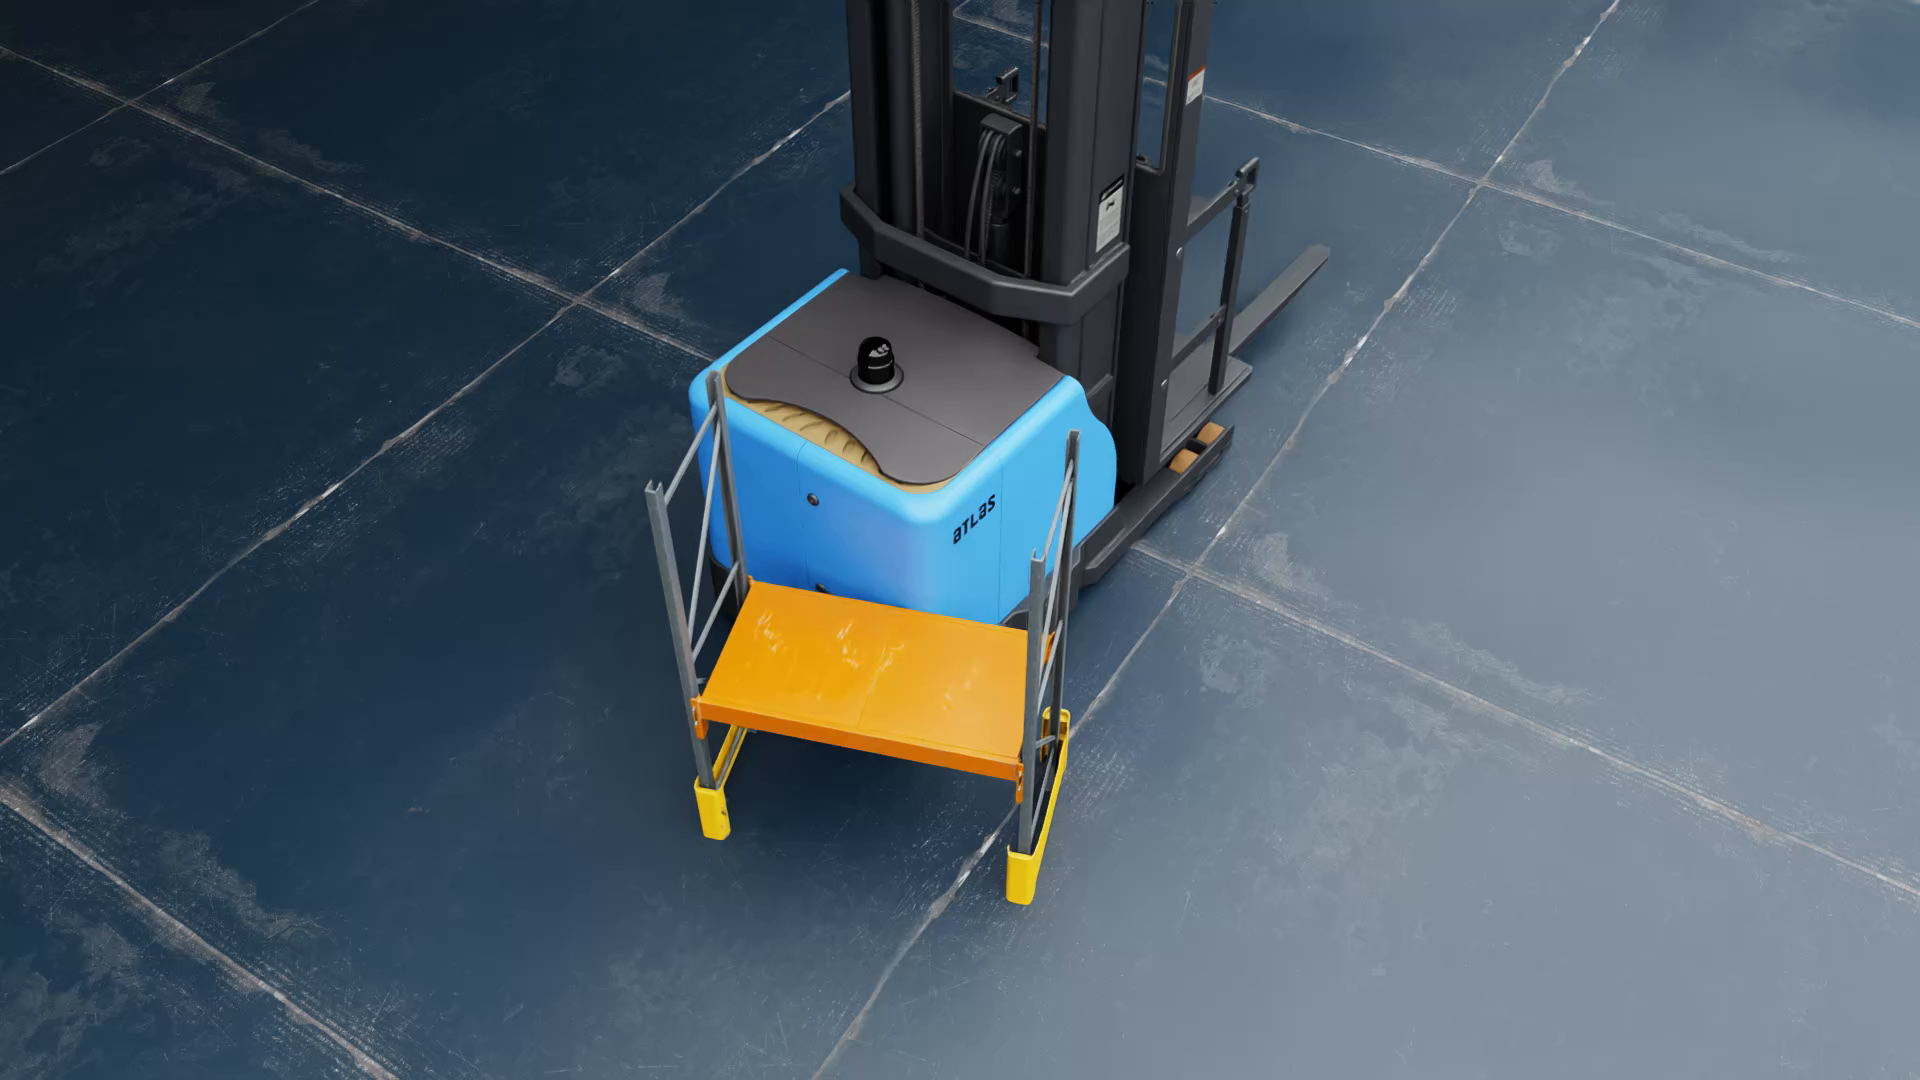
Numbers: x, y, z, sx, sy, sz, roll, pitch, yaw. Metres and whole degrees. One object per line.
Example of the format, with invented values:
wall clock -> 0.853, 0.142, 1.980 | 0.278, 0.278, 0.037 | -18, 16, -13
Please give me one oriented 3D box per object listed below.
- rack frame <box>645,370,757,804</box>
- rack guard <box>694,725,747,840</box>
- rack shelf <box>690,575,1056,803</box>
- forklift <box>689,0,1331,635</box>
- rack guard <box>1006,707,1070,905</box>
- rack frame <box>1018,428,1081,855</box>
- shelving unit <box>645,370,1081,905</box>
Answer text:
rack frame -> -0.738, 0.226, 4.985 | 0.032, 1.500, 0.500 | 10, 47, 10
rack guard -> -0.719, 0.665, 5.430 | 0.087, 0.250, 0.587 | 10, 47, 10
rack shelf -> -0.245, 0.438, 5.029 | 1.000, 0.185, 0.538 | 10, 47, 10
forklift -> 0.415, -1.400, 5.567 | 1.130, 2.935, 3.031 | 29, 52, 25
rack guard -> 0.248, 0.835, 5.264 | 0.087, 0.250, 0.587 | 10, 47, 10
rack frame -> 0.249, 0.400, 4.815 | 0.032, 1.500, 0.500 | 10, 47, 10
shelving unit -> -0.236, 0.315, 4.899 | 1.083, 1.500, 0.587 | 10, 47, 10
